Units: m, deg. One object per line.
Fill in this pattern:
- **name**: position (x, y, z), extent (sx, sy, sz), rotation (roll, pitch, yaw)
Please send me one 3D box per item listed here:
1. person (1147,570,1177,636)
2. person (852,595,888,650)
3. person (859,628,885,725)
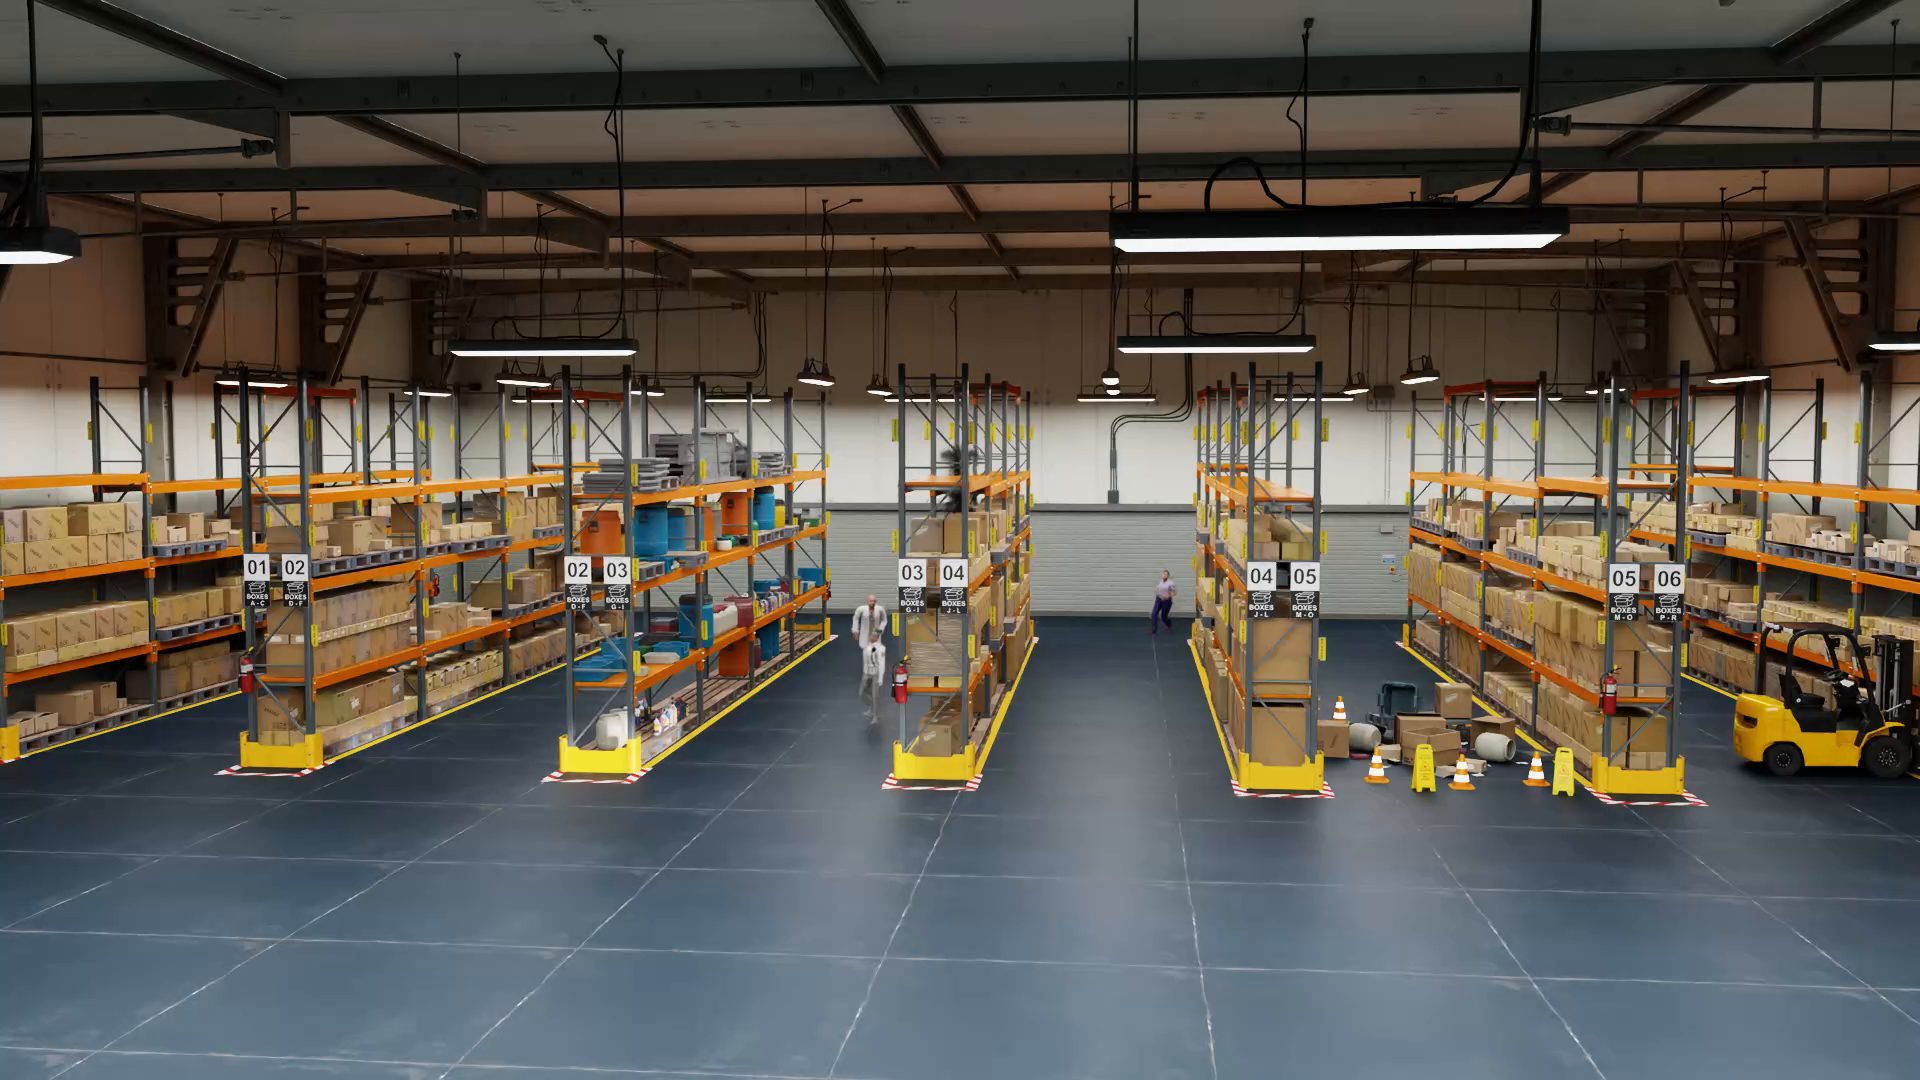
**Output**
- **person**: position (5.118, 1.558, 41.324), extent (0.650, 1.625, 0.844), rotation (3, 5, 41)
- **person**: position (-1.846, 1.968, 34.058), extent (0.714, 1.713, 0.709), rotation (-1, 4, -12)
- **person**: position (-1.488, 2.340, 28.676), extent (0.609, 1.700, 0.486), rotation (3, 5, 38)
